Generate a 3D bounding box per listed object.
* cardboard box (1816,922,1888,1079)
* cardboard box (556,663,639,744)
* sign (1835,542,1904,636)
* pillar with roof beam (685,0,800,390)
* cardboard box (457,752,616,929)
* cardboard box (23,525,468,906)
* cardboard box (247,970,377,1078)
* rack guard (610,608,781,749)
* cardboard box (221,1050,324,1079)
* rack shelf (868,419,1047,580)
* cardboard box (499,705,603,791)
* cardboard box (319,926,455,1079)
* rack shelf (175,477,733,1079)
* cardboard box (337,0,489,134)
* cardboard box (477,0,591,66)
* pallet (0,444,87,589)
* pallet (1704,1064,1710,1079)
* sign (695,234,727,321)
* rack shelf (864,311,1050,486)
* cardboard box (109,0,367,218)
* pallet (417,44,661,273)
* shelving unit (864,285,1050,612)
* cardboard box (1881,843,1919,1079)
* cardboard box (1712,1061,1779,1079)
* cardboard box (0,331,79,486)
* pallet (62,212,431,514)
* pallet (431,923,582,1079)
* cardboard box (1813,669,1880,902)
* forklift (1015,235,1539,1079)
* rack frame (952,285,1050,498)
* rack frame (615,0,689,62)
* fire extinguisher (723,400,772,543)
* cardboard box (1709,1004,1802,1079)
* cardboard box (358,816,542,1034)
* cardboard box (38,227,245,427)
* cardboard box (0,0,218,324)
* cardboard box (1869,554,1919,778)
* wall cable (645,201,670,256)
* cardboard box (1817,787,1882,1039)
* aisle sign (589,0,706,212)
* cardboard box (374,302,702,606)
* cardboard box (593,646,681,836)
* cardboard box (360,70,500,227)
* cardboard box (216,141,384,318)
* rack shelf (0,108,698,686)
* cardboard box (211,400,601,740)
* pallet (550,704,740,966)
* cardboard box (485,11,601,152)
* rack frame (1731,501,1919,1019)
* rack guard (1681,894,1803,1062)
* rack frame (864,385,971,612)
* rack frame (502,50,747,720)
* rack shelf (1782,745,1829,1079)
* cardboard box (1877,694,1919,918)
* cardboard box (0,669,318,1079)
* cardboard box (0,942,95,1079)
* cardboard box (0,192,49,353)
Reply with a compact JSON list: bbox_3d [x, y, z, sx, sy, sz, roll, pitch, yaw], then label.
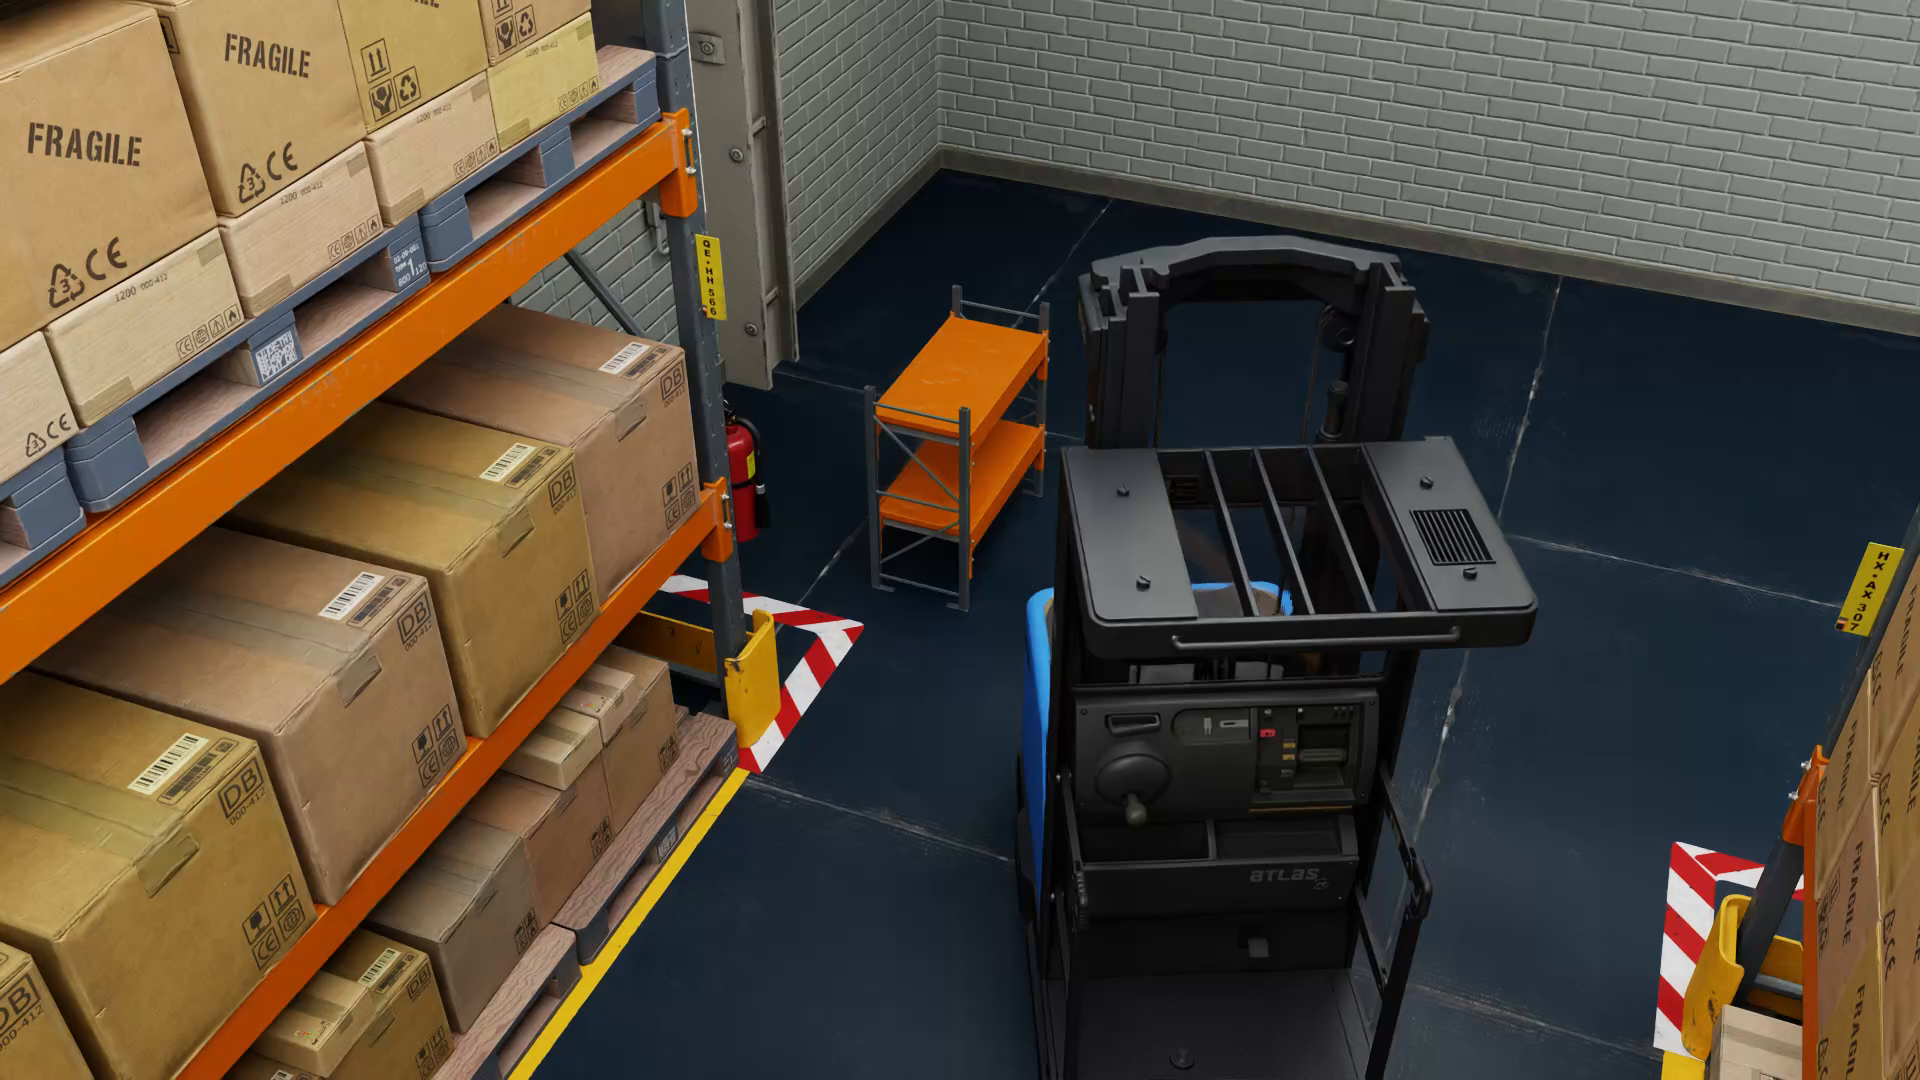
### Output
[{"bbox_3d":[2.398,1.329,3.984,0.500,0.500,0.500,14,39,18],"label":"cardboard box"},{"bbox_3d":[-1.441,0.589,6.253,0.380,0.149,0.250,13,39,17],"label":"cardboard box"},{"bbox_3d":[2.694,0.149,4.923,0.100,0.325,0.005,14,39,18],"label":"sign"},{"bbox_3d":[2.822,-3.621,5.680,9.100,9.000,0.400,14,39,18],"label":"pillar with roof beam"},{"bbox_3d":[-1.751,1.014,6.227,0.700,0.500,0.500,14,39,18],"label":"cardboard box"},{"bbox_3d":[-2.137,0.483,4.949,0.980,0.700,0.700,12,38,16],"label":"cardboard box"},{"bbox_3d":[-2.032,1.453,5.097,0.380,0.149,0.250,13,39,16],"label":"cardboard box"},{"bbox_3d":[-1.378,0.481,7.290,1.175,0.500,0.348,14,39,18],"label":"rack guard"},{"bbox_3d":[-2.335,1.873,5.078,0.700,0.500,0.500,13,39,17],"label":"cardboard box"},{"bbox_3d":[0.003,-0.258,8.166,0.538,0.278,1.000,14,39,18],"label":"rack shelf"},{"bbox_3d":[-1.538,0.731,6.063,0.380,0.149,0.250,15,39,19],"label":"cardboard box"},{"bbox_3d":[-2.138,1.589,5.457,0.700,0.500,0.500,15,39,19],"label":"cardboard box"},{"bbox_3d":[-2.148,0.889,5.258,1.077,0.370,4.000,14,39,18],"label":"rack shelf"},{"bbox_3d":[-1.613,-1.415,4.298,0.500,0.500,0.500,15,39,19],"label":"cardboard box"},{"bbox_3d":[-1.413,-1.690,4.666,0.500,0.500,0.500,14,39,18],"label":"cardboard box"},{"bbox_3d":[-2.588,0.091,3.293,1.003,0.211,1.213,14,39,18],"label":"pallet"},{"bbox_3d":[2.864,2.220,5.205,1.003,0.211,1.213,14,39,18],"label":"pallet"},{"bbox_3d":[-0.890,-0.934,5.931,0.100,0.325,0.005,14,39,18],"label":"sign"},{"bbox_3d":[0.003,-0.689,7.845,0.538,0.278,1.000,14,39,18],"label":"rack shelf"},{"bbox_3d":[-1.804,-1.124,3.909,0.500,0.500,0.500,12,38,16],"label":"cardboard box"},{"bbox_3d":[-1.659,-1.260,5.100,1.003,0.211,1.213,14,39,18],"label":"pallet"},{"bbox_3d":[0.003,-0.454,8.020,0.538,1.125,1.048,14,39,18],"label":"shelving unit"},{"bbox_3d":[2.396,0.932,3.681,0.500,0.500,0.500,14,39,18],"label":"cardboard box"},{"bbox_3d":[2.623,1.870,5.343,0.380,0.166,0.250,14,39,18],"label":"cardboard box"},{"bbox_3d":[-2.195,-0.243,3.357,0.500,0.250,0.500,13,39,17],"label":"cardboard box"},{"bbox_3d":[-2.122,-0.582,4.193,1.003,0.211,1.213,14,39,18],"label":"pallet"},{"bbox_3d":[-2.084,1.744,5.842,1.003,0.211,1.213,14,39,18],"label":"pallet"},{"bbox_3d":[2.783,0.765,4.739,0.500,0.500,0.500,15,39,19],"label":"cardboard box"},{"bbox_3d":[0.829,0.733,4.923,1.130,2.935,3.031,-2,37,-2],"label":"forklift"},{"bbox_3d":[0.196,-0.736,8.396,0.500,1.125,0.032,14,39,18],"label":"rack frame"},{"bbox_3d":[-1.387,-2.910,4.728,1.000,3.000,0.127,14,39,18],"label":"rack frame"},{"bbox_3d":[-0.903,-0.305,6.630,0.296,0.674,0.183,14,39,18],"label":"fire extinguisher"},{"bbox_3d":[2.719,1.739,5.534,0.380,0.149,0.250,14,39,18],"label":"cardboard box"},{"bbox_3d":[-1.942,1.292,5.854,0.700,0.500,0.500,13,39,16],"label":"cardboard box"},{"bbox_3d":[-2.007,-0.529,3.739,0.500,0.250,0.500,13,39,17],"label":"cardboard box"},{"bbox_3d":[-2.005,-0.834,3.521,0.500,0.500,0.500,14,39,18],"label":"cardboard box"},{"bbox_3d":[2.783,0.365,4.440,0.500,0.500,0.500,15,39,19],"label":"cardboard box"},{"bbox_3d":[-1.774,-1.838,7.457,0.084,1.984,1.851,14,39,18],"label":"wall cable"},{"bbox_3d":[2.592,1.052,4.355,0.500,0.500,0.500,13,39,17],"label":"cardboard box"},{"bbox_3d":[-1.082,-1.520,5.708,0.394,0.787,0.004,14,39,18],"label":"aisle sign"},{"bbox_3d":[-1.572,-0.342,6.054,0.980,0.700,0.700,16,40,20],"label":"cardboard box"},{"bbox_3d":[-1.561,0.736,6.598,0.700,0.500,0.500,14,39,18],"label":"cardboard box"},{"bbox_3d":[-1.617,-1.102,4.506,0.500,0.250,0.500,12,39,16],"label":"cardboard box"},{"bbox_3d":[-1.810,-0.813,4.119,0.500,0.250,0.500,13,39,16],"label":"cardboard box"},{"bbox_3d":[-2.148,-0.313,4.360,1.077,0.370,4.000,14,39,18],"label":"rack shelf"},{"bbox_3d":[-1.838,0.063,5.511,0.980,0.700,0.700,14,39,17],"label":"cardboard box"},{"bbox_3d":[-1.619,1.071,6.743,1.003,0.211,1.213,14,39,18],"label":"pallet"},{"bbox_3d":[-1.420,-1.391,4.892,0.500,0.250,0.500,15,39,19],"label":"cardboard box"},{"bbox_3d":[3.196,0.619,5.017,1.000,3.000,0.127,14,39,18],"label":"rack frame"},{"bbox_3d":[3.167,1.663,5.709,1.175,0.500,0.348,14,39,18],"label":"rack guard"},{"bbox_3d":[-0.191,-0.173,7.643,0.500,1.125,0.032,14,39,18],"label":"rack frame"},{"bbox_3d":[-1.387,-0.507,6.524,1.000,3.000,0.127,14,39,18],"label":"rack frame"},{"bbox_3d":[2.435,2.015,3.751,1.077,0.370,4.000,14,39,18],"label":"rack shelf"},{"bbox_3d":[2.591,0.656,4.050,0.500,0.500,0.500,14,39,18],"label":"cardboard box"},{"bbox_3d":[-2.404,0.888,4.407,0.980,0.700,0.700,13,39,17],"label":"cardboard box"},{"bbox_3d":[-2.687,1.291,3.868,0.980,0.700,0.700,14,39,18],"label":"cardboard box"},{"bbox_3d":[-2.188,-0.559,3.153,0.500,0.500,0.500,13,39,17],"label":"cardboard box"}]
